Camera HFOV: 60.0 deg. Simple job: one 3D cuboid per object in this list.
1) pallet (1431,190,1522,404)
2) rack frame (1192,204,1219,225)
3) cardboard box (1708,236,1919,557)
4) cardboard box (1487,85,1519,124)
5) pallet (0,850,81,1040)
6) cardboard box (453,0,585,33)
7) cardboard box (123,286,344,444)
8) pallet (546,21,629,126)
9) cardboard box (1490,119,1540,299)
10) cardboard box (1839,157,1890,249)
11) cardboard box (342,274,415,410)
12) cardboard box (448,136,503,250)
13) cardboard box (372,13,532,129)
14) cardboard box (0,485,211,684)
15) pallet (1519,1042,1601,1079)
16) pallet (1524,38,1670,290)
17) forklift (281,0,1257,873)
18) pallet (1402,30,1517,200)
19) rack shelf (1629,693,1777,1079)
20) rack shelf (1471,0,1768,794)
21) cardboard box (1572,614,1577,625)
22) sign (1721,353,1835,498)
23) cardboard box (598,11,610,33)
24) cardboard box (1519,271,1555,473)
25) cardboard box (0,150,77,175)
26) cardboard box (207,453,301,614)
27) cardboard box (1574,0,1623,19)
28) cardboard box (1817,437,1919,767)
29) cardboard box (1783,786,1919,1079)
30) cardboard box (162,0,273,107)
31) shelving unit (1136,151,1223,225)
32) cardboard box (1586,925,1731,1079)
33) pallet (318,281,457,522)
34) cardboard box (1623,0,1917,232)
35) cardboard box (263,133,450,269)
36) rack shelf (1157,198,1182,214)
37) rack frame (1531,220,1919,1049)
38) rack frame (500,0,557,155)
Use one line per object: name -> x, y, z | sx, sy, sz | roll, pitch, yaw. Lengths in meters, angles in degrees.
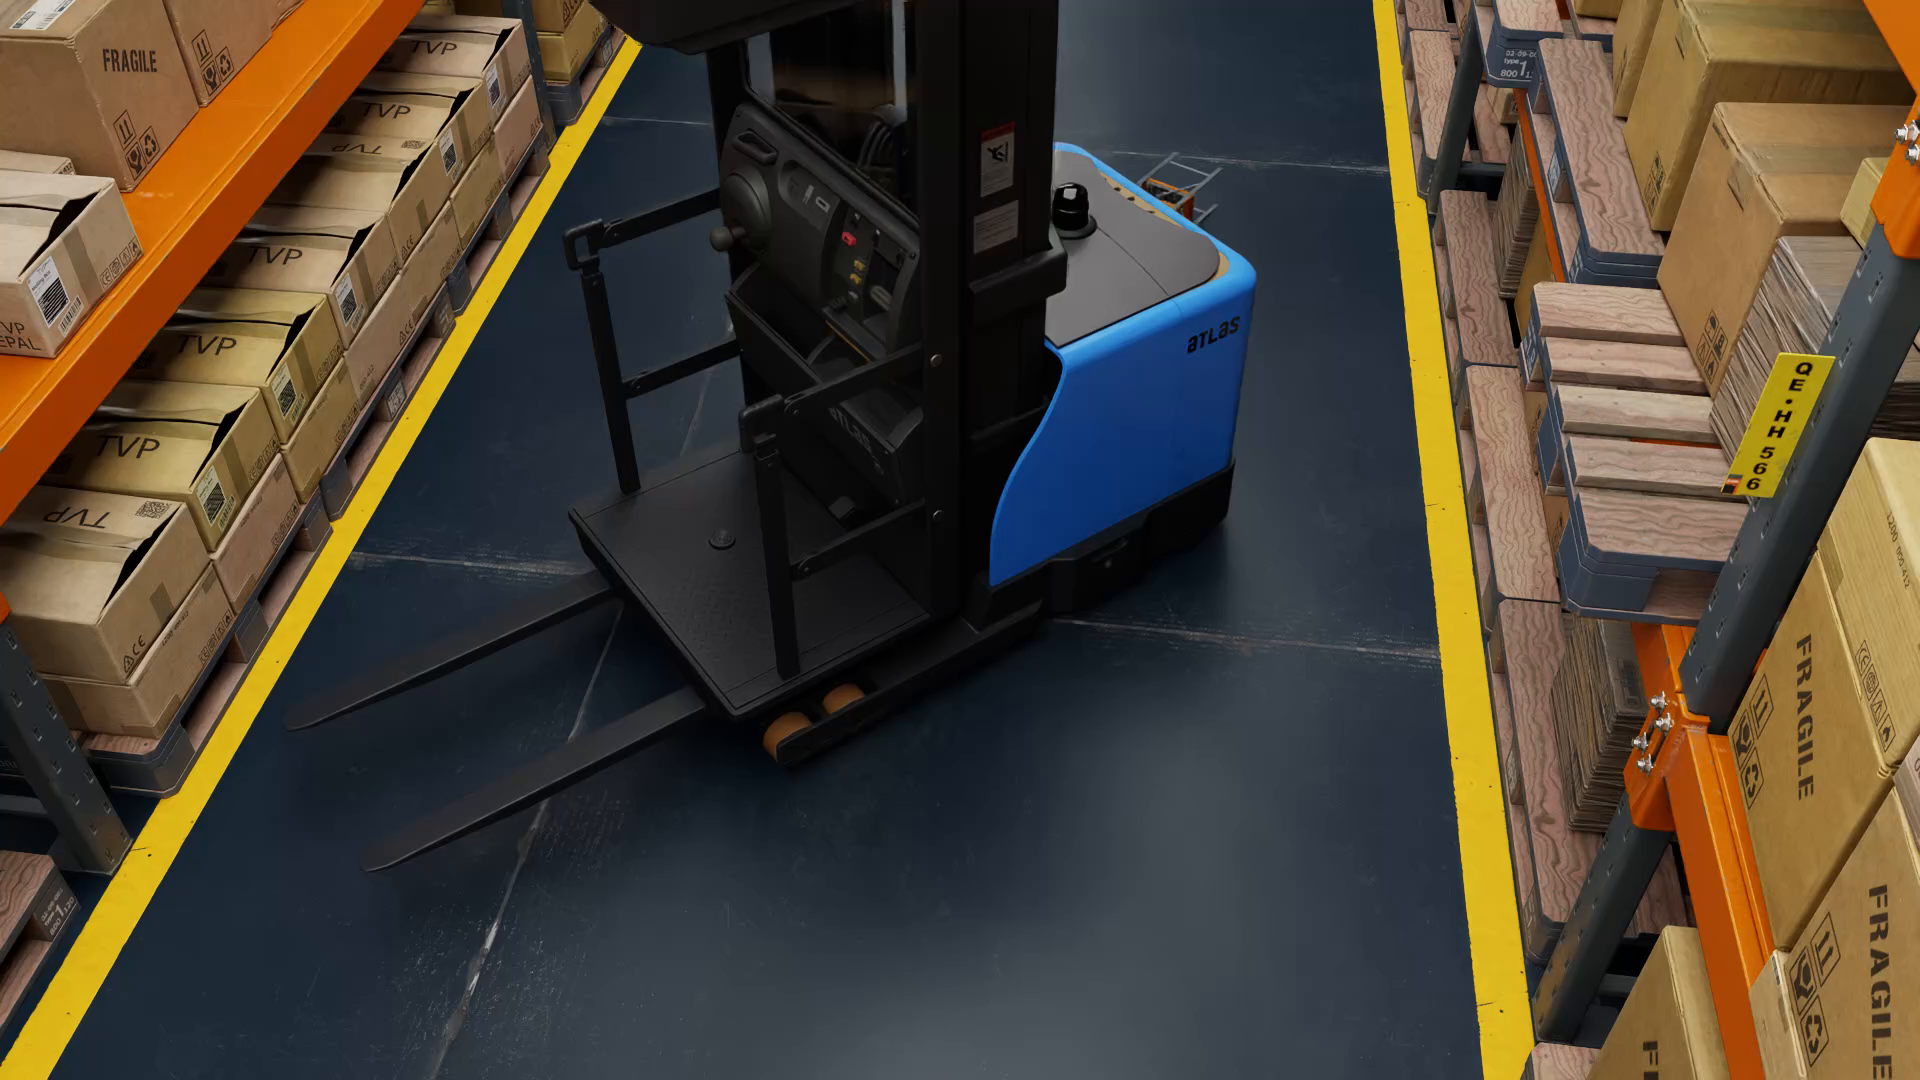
pallet -> 2.441, -0.950, 6.600 | 1.003, 0.211, 1.213 | 5, 44, 6
rack frame -> 0.683, -1.181, 6.990 | 0.240, 0.006, 1.200 | 27, 50, 25
cardboard box -> 2.065, -0.285, 3.476 | 0.700, 0.500, 0.500 | 1, 43, 1
cardboard box -> 2.583, -1.992, 7.413 | 0.380, 0.166, 0.250 | 0, 43, 0
pallet -> -3.034, 1.303, 4.221 | 1.003, 0.211, 1.213 | 5, 44, 6
cardboard box -> -1.997, -2.655, 7.522 | 0.500, 0.500, 0.500 | 5, 44, 6
cardboard box -> -2.406, -0.609, 5.498 | 0.500, 0.311, 0.500 | 4, 44, 4
pallet -> -2.222, -2.467, 8.202 | 1.003, 0.211, 1.213 | 5, 44, 6
cardboard box -> 2.461, -1.243, 6.379 | 0.700, 0.500, 0.500 | 7, 44, 7
cardboard box -> 2.057, -0.658, 3.398 | 0.380, 0.149, 0.250 | -1, 43, -2
cardboard box -> -2.341, -0.746, 6.051 | 0.500, 0.250, 0.500 | 6, 44, 6
cardboard box -> -2.205, -1.442, 6.786 | 0.500, 0.250, 0.500 | 5, 44, 5
cardboard box -> -2.138, -1.997, 6.964 | 0.500, 0.311, 0.500 | 5, 44, 6
cardboard box -> -2.537, 0.097, 4.753 | 0.500, 0.311, 0.500 | 7, 44, 7
pallet -> 1.834, 1.775, 3.721 | 1.003, 0.211, 1.213 | 5, 44, 6
pallet -> 2.234, -1.051, 4.817 | 1.003, 0.211, 1.213 | 5, 44, 6
forklift -> -0.567, -0.797, 4.460 | 3.031, 2.935, 1.130 | -26, 49, -25
pallet -> 2.596, -1.942, 7.647 | 1.003, 0.211, 1.213 | 5, 44, 6
rack shelf -> 1.749, 1.857, 2.131 | 1.077, 0.370, 4.000 | 5, 44, 6
rack shelf -> 2.278, -0.869, 5.010 | 1.077, 0.370, 4.000 | 5, 44, 6
cardboard box -> 2.240, 0.144, 4.914 | 0.700, 0.500, 0.500 | 5, 44, 5
sign -> 1.474, -0.202, 2.997 | 0.100, 0.325, 0.005 | 5, 44, 6
cardboard box -> -1.936, -2.724, 8.140 | 0.500, 0.250, 0.500 | 5, 44, 6
cardboard box -> 2.335, -0.542, 5.639 | 0.700, 0.500, 0.500 | 6, 44, 6
cardboard box -> -2.785, -0.998, 4.805 | 0.380, 0.149, 0.250 | 8, 44, 9
cardboard box -> -2.472, -0.042, 5.307 | 0.500, 0.250, 0.500 | 4, 44, 4
cardboard box -> 2.360, -1.966, 5.252 | 0.700, 0.500, 0.500 | 9, 44, 10
cardboard box -> 1.694, 0.114, 2.599 | 0.500, 0.250, 0.500 | 6, 44, 7
cardboard box -> 1.617, 0.745, 2.478 | 0.500, 0.500, 0.500 | 7, 44, 7
cardboard box -> -2.622, -1.755, 5.349 | 0.500, 0.500, 0.500 | 5, 44, 6
shelving unit -> 0.683, -1.248, 6.927 | 0.258, 0.189, 1.200 | 27, 50, 25
cardboard box -> 1.786, 1.350, 3.401 | 0.750, 0.750, 0.750 | 5, 44, 5
pallet -> -2.586, -0.589, 6.219 | 1.003, 0.211, 1.213 | 5, 44, 6
cardboard box -> 2.208, -1.136, 4.375 | 0.700, 0.500, 0.500 | 5, 44, 6
cardboard box -> -2.269, -1.302, 6.230 | 0.500, 0.311, 0.500 | 5, 44, 5
rack shelf -> 0.799, -1.356, 7.042 | 0.258, 0.180, 0.103 | 27, 50, 25
rack frame -> 2.013, 0.232, 3.323 | 1.000, 3.000, 0.127 | 5, 44, 6
rack frame -> -2.369, -2.941, 6.675 | 1.000, 3.000, 0.127 | 5, 44, 6
